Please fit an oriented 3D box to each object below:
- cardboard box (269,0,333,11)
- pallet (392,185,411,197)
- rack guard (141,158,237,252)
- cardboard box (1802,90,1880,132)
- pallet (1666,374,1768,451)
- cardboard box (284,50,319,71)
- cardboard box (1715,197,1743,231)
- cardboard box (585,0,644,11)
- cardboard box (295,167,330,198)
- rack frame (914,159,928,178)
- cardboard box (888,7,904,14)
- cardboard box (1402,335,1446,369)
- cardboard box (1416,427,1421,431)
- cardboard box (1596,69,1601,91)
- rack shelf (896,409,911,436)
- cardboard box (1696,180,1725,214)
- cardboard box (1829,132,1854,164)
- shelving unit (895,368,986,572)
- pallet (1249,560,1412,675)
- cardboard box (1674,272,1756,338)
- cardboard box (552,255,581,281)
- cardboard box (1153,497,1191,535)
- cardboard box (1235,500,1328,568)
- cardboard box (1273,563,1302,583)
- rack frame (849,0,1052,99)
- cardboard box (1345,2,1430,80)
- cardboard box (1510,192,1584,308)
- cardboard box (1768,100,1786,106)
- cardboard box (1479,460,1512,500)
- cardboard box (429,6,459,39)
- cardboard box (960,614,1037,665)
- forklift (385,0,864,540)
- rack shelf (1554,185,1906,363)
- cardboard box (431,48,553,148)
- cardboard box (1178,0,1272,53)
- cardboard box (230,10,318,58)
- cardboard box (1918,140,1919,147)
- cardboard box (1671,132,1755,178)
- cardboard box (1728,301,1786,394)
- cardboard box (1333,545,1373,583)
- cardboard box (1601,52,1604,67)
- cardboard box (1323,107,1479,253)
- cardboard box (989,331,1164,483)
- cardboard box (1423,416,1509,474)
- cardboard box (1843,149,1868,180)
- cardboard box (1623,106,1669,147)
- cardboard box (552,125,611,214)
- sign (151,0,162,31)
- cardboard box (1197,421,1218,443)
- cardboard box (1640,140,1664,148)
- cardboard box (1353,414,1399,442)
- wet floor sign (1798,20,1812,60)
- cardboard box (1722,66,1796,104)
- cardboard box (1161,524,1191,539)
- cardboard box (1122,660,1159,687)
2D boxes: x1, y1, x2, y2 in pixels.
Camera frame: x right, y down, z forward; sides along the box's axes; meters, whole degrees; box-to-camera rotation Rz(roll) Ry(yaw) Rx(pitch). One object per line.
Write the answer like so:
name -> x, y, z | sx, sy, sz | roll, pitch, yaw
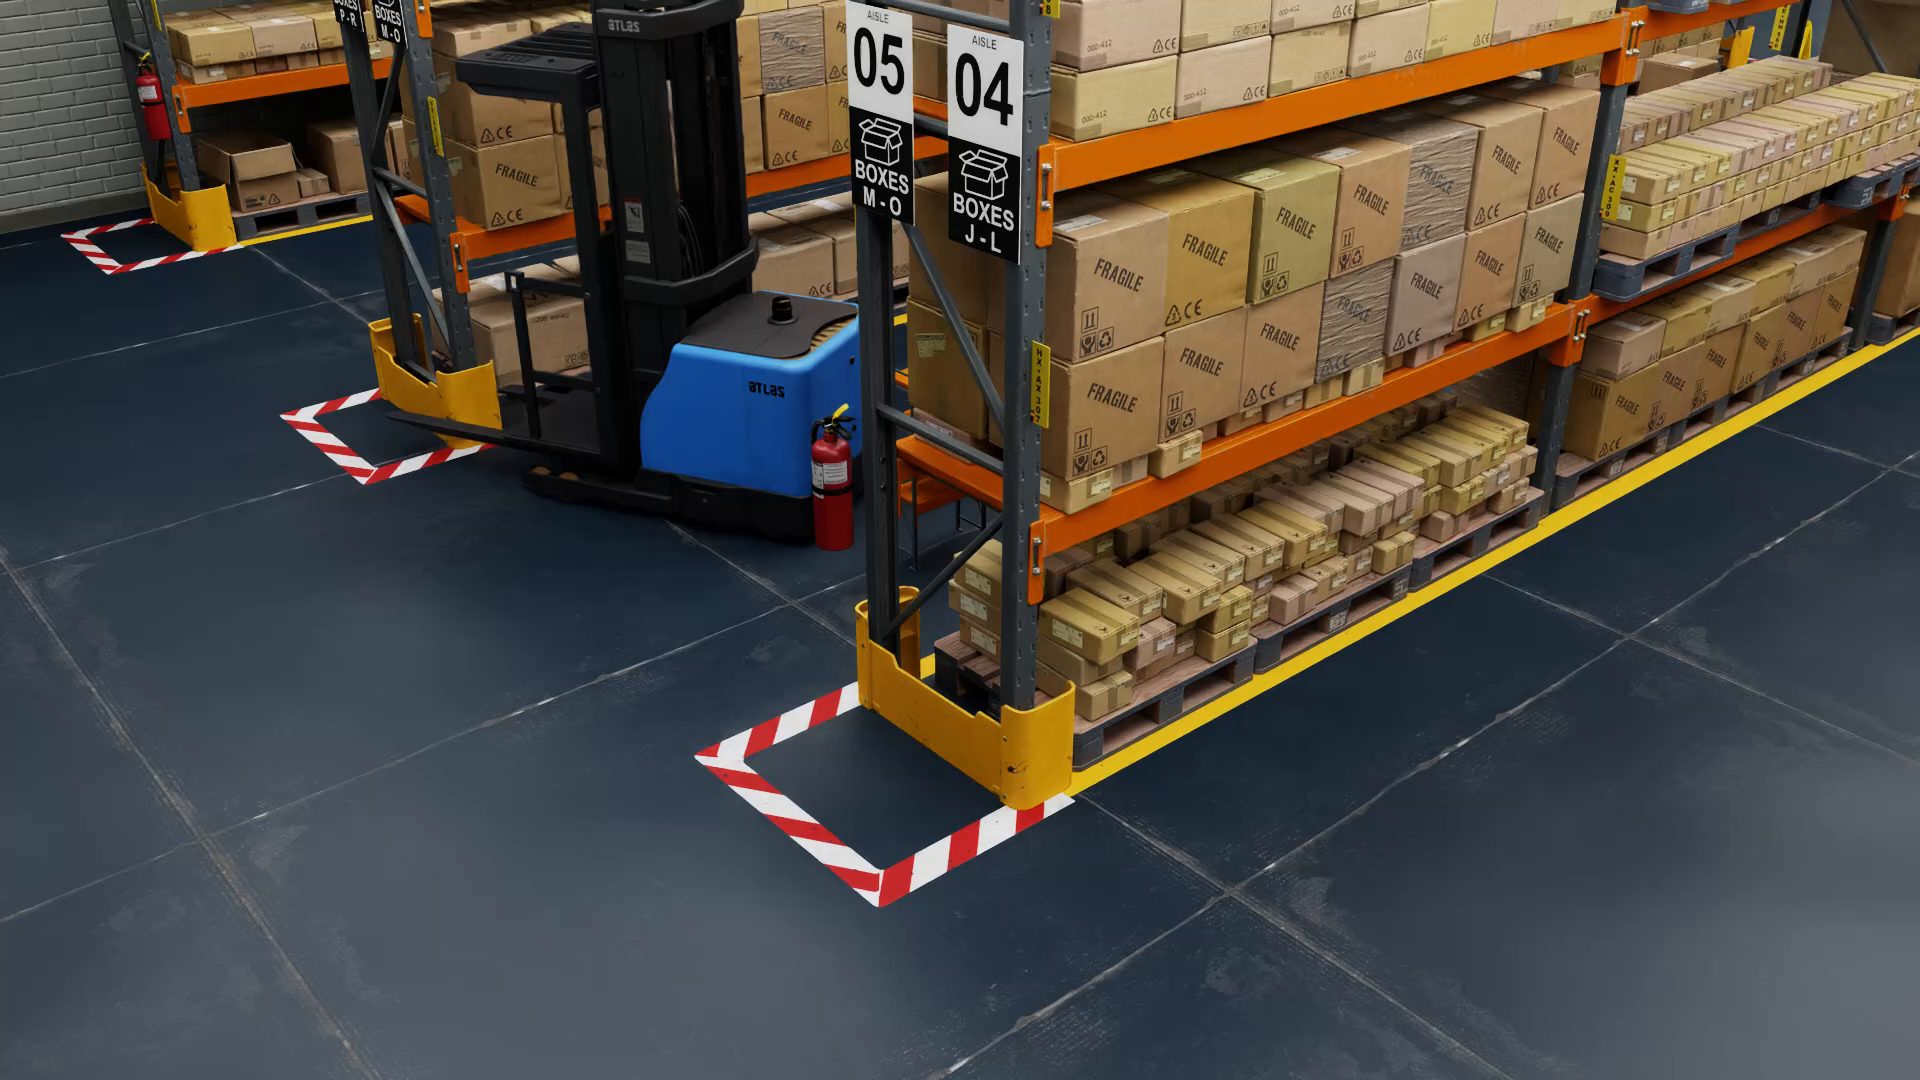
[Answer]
cardboard box -> -5.617, -4.525, 14.379 | 0.500, 0.250, 0.500 | -21, 34, -33
pallet -> -4.977, -3.326, 15.250 | 1.213, 0.211, 1.003 | -22, 35, -35
rack guard -> -6.510, -2.838, 14.031 | 0.348, 0.500, 1.175 | -22, 35, -35
cardboard box -> 5.364, -2.625, 10.170 | 0.250, 0.149, 0.380 | -21, 34, -33
pallet -> 4.509, -1.003, 10.902 | 1.213, 0.211, 1.003 | -22, 35, -35
cardboard box -> -5.567, -4.051, 13.915 | 0.250, 0.149, 0.380 | -21, 34, -33
cardboard box -> 4.179, -1.887, 9.419 | 0.250, 0.149, 0.380 | -21, 35, -34
cardboard box -> -2.114, -3.250, 10.293 | 0.250, 0.149, 0.380 | -22, 35, -34
cardboard box -> -5.693, -3.114, 14.474 | 0.250, 0.149, 0.380 | -24, 36, -37
rack frame -> -0.300, -3.362, 12.359 | 0.127, 3.000, 1.000 | -22, 35, -35
cardboard box -> -0.480, -3.604, 11.645 | 0.500, 0.500, 0.500 | -22, 35, -35
cardboard box -> 2.157, -0.994, 8.195 | 0.250, 0.149, 0.380 | -24, 36, -37
cardboard box -> 2.506, -0.681, 9.606 | 0.250, 0.149, 0.380 | -20, 34, -33
cardboard box -> 6.808, -5.033, 17.958 | 0.500, 0.250, 0.500 | -20, 34, -32
rack shelf -> -0.126, -0.616, 8.799 | 0.480, 0.148, 0.258 | -22, 35, -35
cardboard box -> 3.979, -1.939, 9.201 | 0.250, 0.149, 0.380 | -21, 35, -34
cardboard box -> 5.170, -2.418, 10.097 | 0.250, 0.149, 0.380 | -22, 35, -35
shelving unit -> -0.126, -0.479, 8.872 | 0.503, 1.200, 0.258 | -22, 35, -35
pallet -> 1.573, 0.205, 8.643 | 1.213, 0.211, 1.003 | -22, 35, -35
cardboard box -> 4.517, -1.482, 10.251 | 0.500, 0.250, 0.500 | -20, 34, -33
cardboard box -> -2.215, -1.715, 11.549 | 0.875, 0.438, 0.875 | -21, 34, -34
cardboard box -> 0.934, -0.178, 8.348 | 0.250, 0.149, 0.380 | -20, 34, -33
cardboard box -> 1.554, -0.033, 8.078 | 0.250, 0.149, 0.380 | -21, 35, -34
cardboard box -> 1.471, 0.055, 8.228 | 0.250, 0.149, 0.380 | -20, 34, -32
rack frame -> -0.054, -3.041, 5.392 | 0.127, 3.000, 1.000 | -22, 35, -35
cardboard box -> 1.640, -2.173, 7.110 | 0.500, 0.250, 0.500 | -22, 35, -35
cardboard box -> 2.805, -1.545, 8.536 | 0.500, 0.500, 0.500 | -22, 35, -35
cardboard box -> 5.128, -2.805, 10.822 | 0.250, 0.149, 0.380 | -23, 36, -36
cardboard box -> 2.758, -0.380, 9.042 | 0.250, 0.149, 0.380 | -24, 36, -37
cardboard box -> -3.200, -3.092, 9.997 | 0.250, 0.149, 0.380 | -21, 35, -34
cardboard box -> 0.211, 0.442, 7.820 | 0.250, 0.149, 0.380 | -21, 35, -34
forklift -> -2.010, -1.733, 9.384 | 3.031, 2.935, 1.130 | 11, 30, 20
rack shelf -> 4.511, -1.913, 10.410 | 4.000, 0.370, 1.077 | -22, 35, -35
cardboard box -> -2.793, -2.669, 9.894 | 0.500, 0.500, 0.500 | -23, 36, -36
cardboard box -> 0.845, -2.073, 6.393 | 0.500, 0.250, 0.500 | -22, 35, -35
cardboard box -> -5.664, -4.179, 13.731 | 0.500, 0.250, 0.500 | -21, 35, -34
cardboard box -> 6.549, -2.927, 11.438 | 0.500, 0.500, 0.500 | -21, 35, -34
cardboard box -> 4.184, -2.151, 9.283 | 0.250, 0.149, 0.380 | -22, 35, -36
cardboard box -> 4.912, -1.305, 10.716 | 0.500, 0.500, 0.500 | -24, 36, -37
cardboard box -> 1.883, 0.068, 8.519 | 0.250, 0.149, 0.380 | -21, 35, -34
cardboard box -> 6.809, -5.365, 17.782 | 0.500, 0.500, 0.500 | -20, 34, -33
cardboard box -> 2.019, -1.682, 7.733 | 0.500, 0.500, 0.500 | -21, 34, -34
cardboard box -> 0.467, -0.608, 6.784 | 0.500, 0.500, 0.500 | -20, 34, -33
cardboard box -> 2.719, -0.514, 8.978 | 0.250, 0.149, 0.380 | -21, 35, -34
cardboard box -> 5.378, -2.372, 10.327 | 0.250, 0.149, 0.380 | -22, 35, -36
cardboard box -> 3.959, -2.463, 9.867 | 0.250, 0.149, 0.380 | -23, 36, -36
cardboard box -> -2.425, -2.392, 10.436 | 0.500, 0.500, 0.500 | -22, 35, -36
sign -> -6.216, -4.105, 12.830 | 0.005, 0.325, 0.100 | -22, 35, -35
cardboard box -> 0.920, -0.550, 7.363 | 0.250, 0.149, 0.380 | -20, 34, -33
cardboard box -> 3.958, -2.337, 9.946 | 0.250, 0.149, 0.380 | -24, 36, -37
cardboard box -> 2.184, -0.620, 9.175 | 0.250, 0.149, 0.380 | -22, 35, -36
wet floor sign -> 9.668, -5.670, 19.174 | 0.232, 0.644, 0.267 | -10, 30, -18
cardboard box -> 5.163, -2.950, 10.778 | 0.250, 0.149, 0.380 | -22, 35, -35
cardboard box -> 0.942, -0.040, 8.406 | 0.250, 0.149, 0.380 | -21, 35, -34
cardboard box -> 0.699, 0.522, 7.669 | 0.250, 0.149, 0.380 | -22, 35, -35
